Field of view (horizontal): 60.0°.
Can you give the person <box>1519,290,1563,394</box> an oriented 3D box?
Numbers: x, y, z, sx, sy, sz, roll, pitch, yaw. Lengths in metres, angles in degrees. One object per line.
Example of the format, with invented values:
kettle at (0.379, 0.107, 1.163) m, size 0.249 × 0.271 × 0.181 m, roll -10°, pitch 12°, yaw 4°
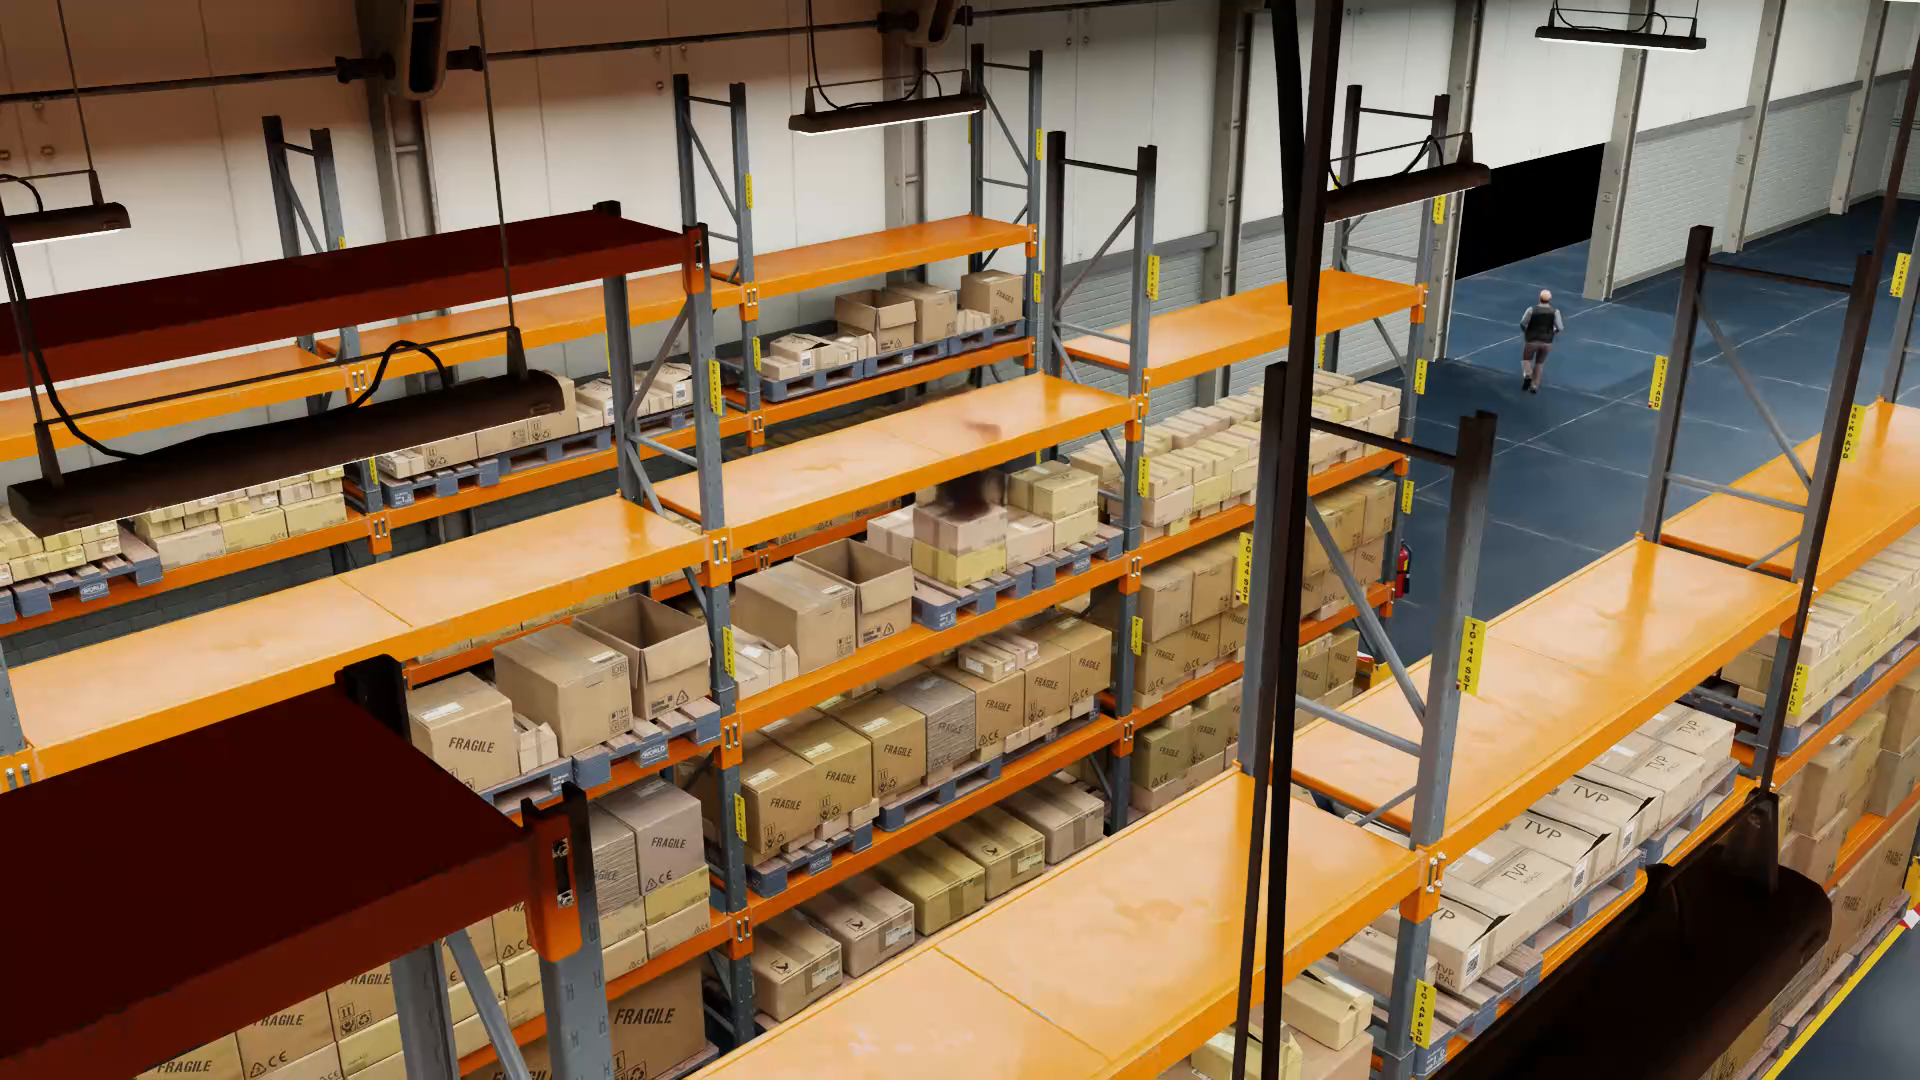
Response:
person at (9.127, -3.130, 26.237) m, size 0.656 × 1.673 × 0.607 m, roll 5°, pitch 23°, yaw 12°
